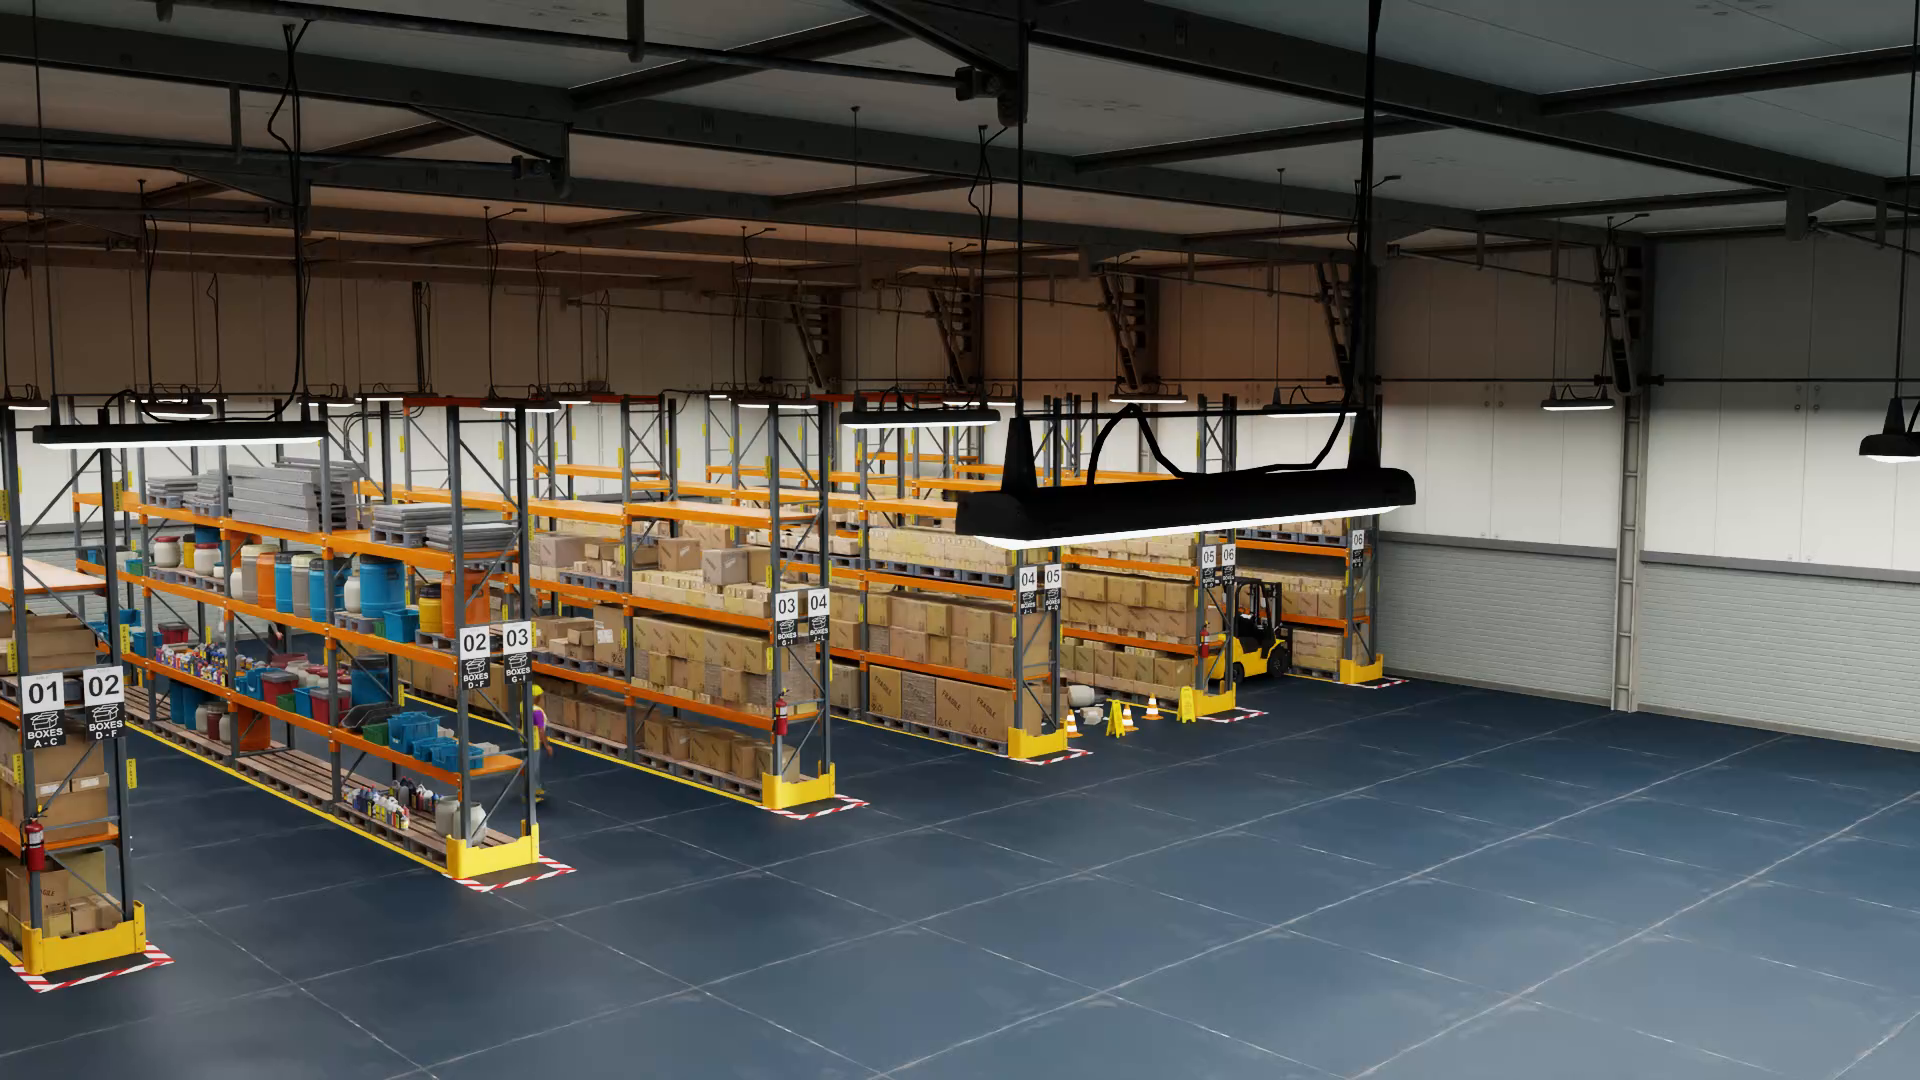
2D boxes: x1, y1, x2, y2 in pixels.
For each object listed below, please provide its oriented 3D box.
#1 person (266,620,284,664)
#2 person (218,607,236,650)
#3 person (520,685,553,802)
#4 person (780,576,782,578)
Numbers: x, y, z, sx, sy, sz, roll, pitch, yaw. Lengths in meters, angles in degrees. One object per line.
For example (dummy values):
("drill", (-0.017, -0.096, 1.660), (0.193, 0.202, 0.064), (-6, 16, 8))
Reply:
("person", (-14.657, 2.018, 35.833), (0.957, 1.679, 0.506), (3, 7, 32))
("person", (-15.761, 1.964, 35.631), (0.536, 1.739, 0.572), (-5, 7, -42))
("person", (-6.414, 3.047, 25.050), (0.541, 1.792, 0.714), (-3, 6, -29))
("person", (-4.249, 1.673, 38.903), (0.570, 1.793, 0.440), (3, 6, 29))
